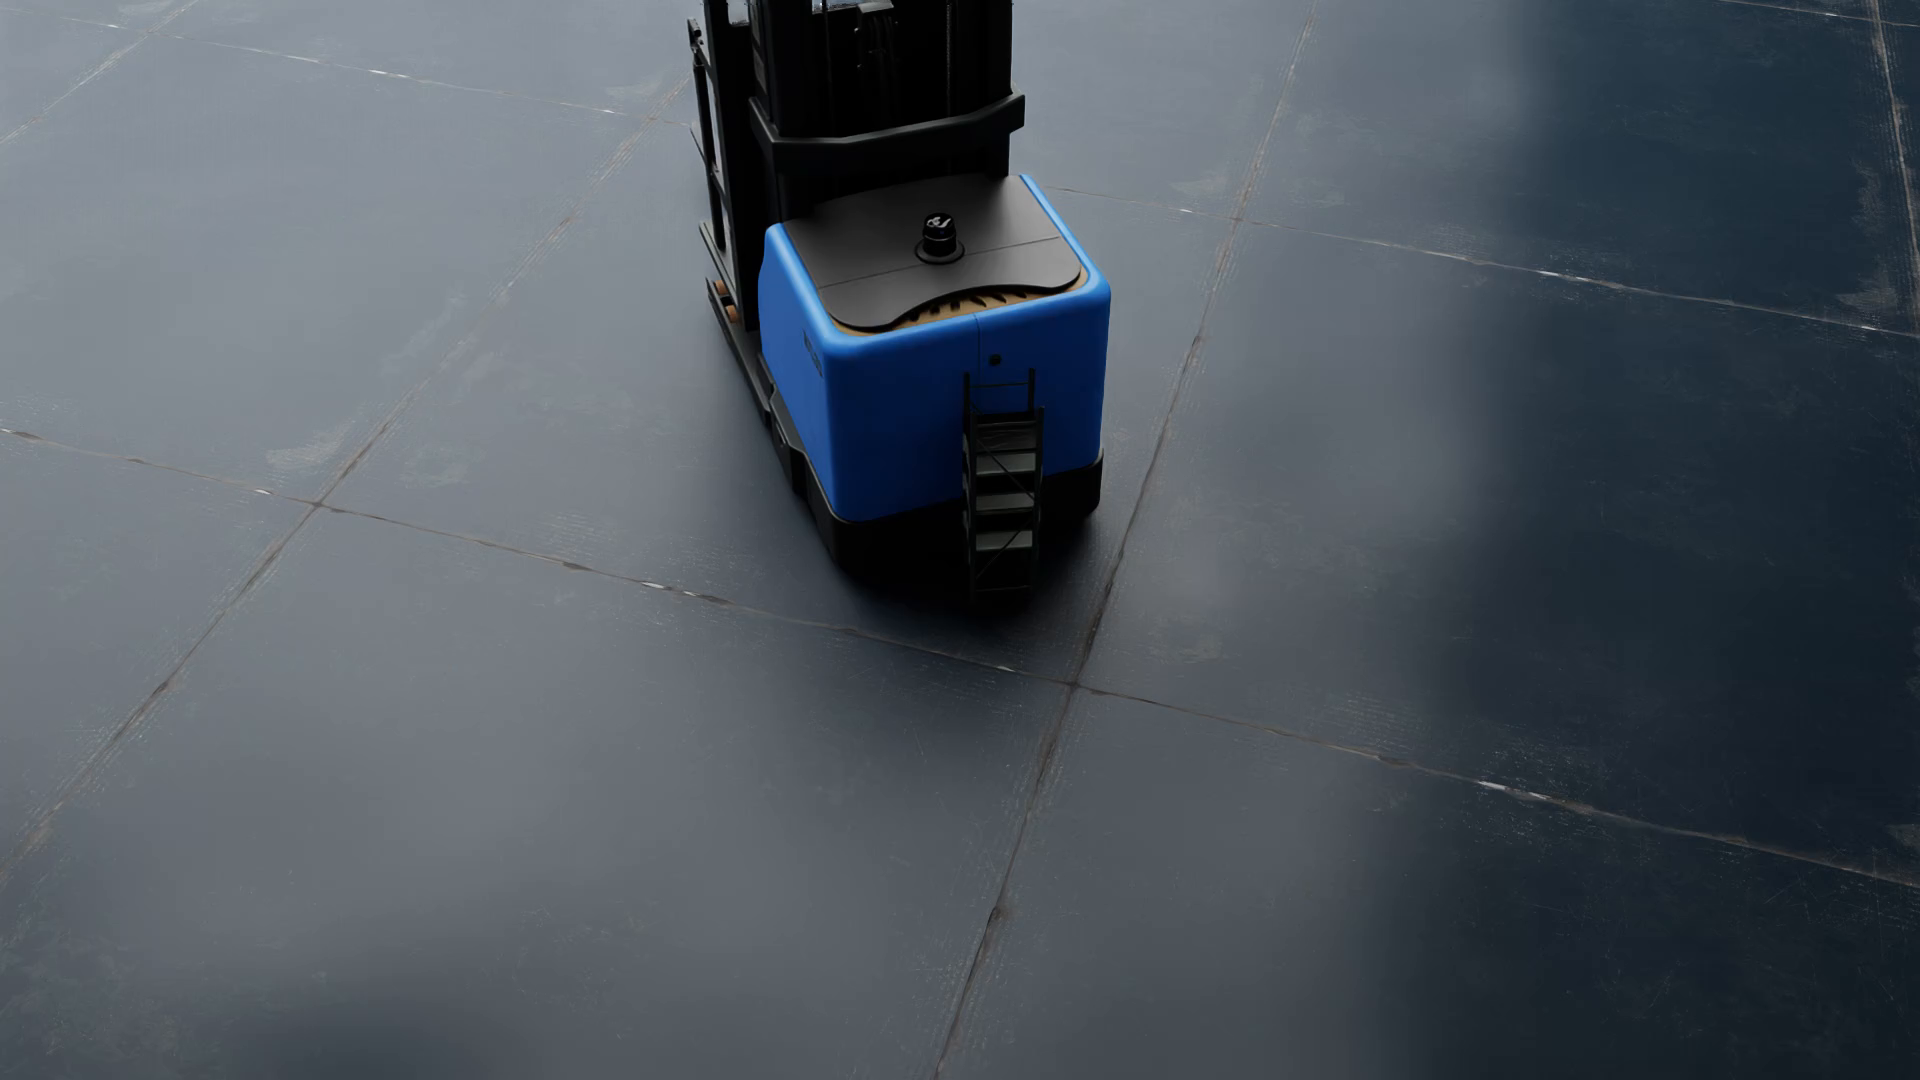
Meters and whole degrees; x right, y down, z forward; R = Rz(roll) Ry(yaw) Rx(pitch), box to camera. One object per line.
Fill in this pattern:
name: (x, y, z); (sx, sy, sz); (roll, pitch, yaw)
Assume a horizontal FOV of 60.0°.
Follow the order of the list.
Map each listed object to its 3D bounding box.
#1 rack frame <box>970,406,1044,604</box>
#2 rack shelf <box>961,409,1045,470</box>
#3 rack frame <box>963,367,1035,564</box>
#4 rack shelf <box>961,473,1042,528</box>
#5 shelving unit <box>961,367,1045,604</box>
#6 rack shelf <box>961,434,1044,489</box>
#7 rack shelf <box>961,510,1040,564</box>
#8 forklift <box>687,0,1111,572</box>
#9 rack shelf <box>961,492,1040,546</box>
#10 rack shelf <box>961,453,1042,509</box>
rack frame: (0.154, -0.102, 5.711); (0.240, 0.900, 0.006); (-4, 45, -5)
rack shelf: (0.143, -0.342, 5.618); (0.258, 0.077, 0.200); (-4, 45, -5)
rack frame: (0.132, -0.243, 5.855); (0.240, 0.900, 0.006); (-4, 45, -5)
rack shelf: (0.143, -0.149, 5.806); (0.258, 0.077, 0.200); (-4, 45, -5)
shelving unit: (0.143, -0.173, 5.783); (0.258, 0.900, 0.210); (-4, 45, -5)
rack shelf: (0.143, -0.278, 5.680); (0.258, 0.077, 0.200); (-4, 45, -5)
rack shelf: (0.143, -0.020, 5.932); (0.258, 0.077, 0.200); (-4, 45, -5)
forklift: (-0.453, -1.978, 6.176); (1.130, 2.935, 3.031); (-14, 46, -14)
rack shelf: (0.143, -0.085, 5.869); (0.258, 0.077, 0.200); (-4, 45, -5)
rack shelf: (0.143, -0.213, 5.743); (0.258, 0.077, 0.200); (-4, 45, -5)
